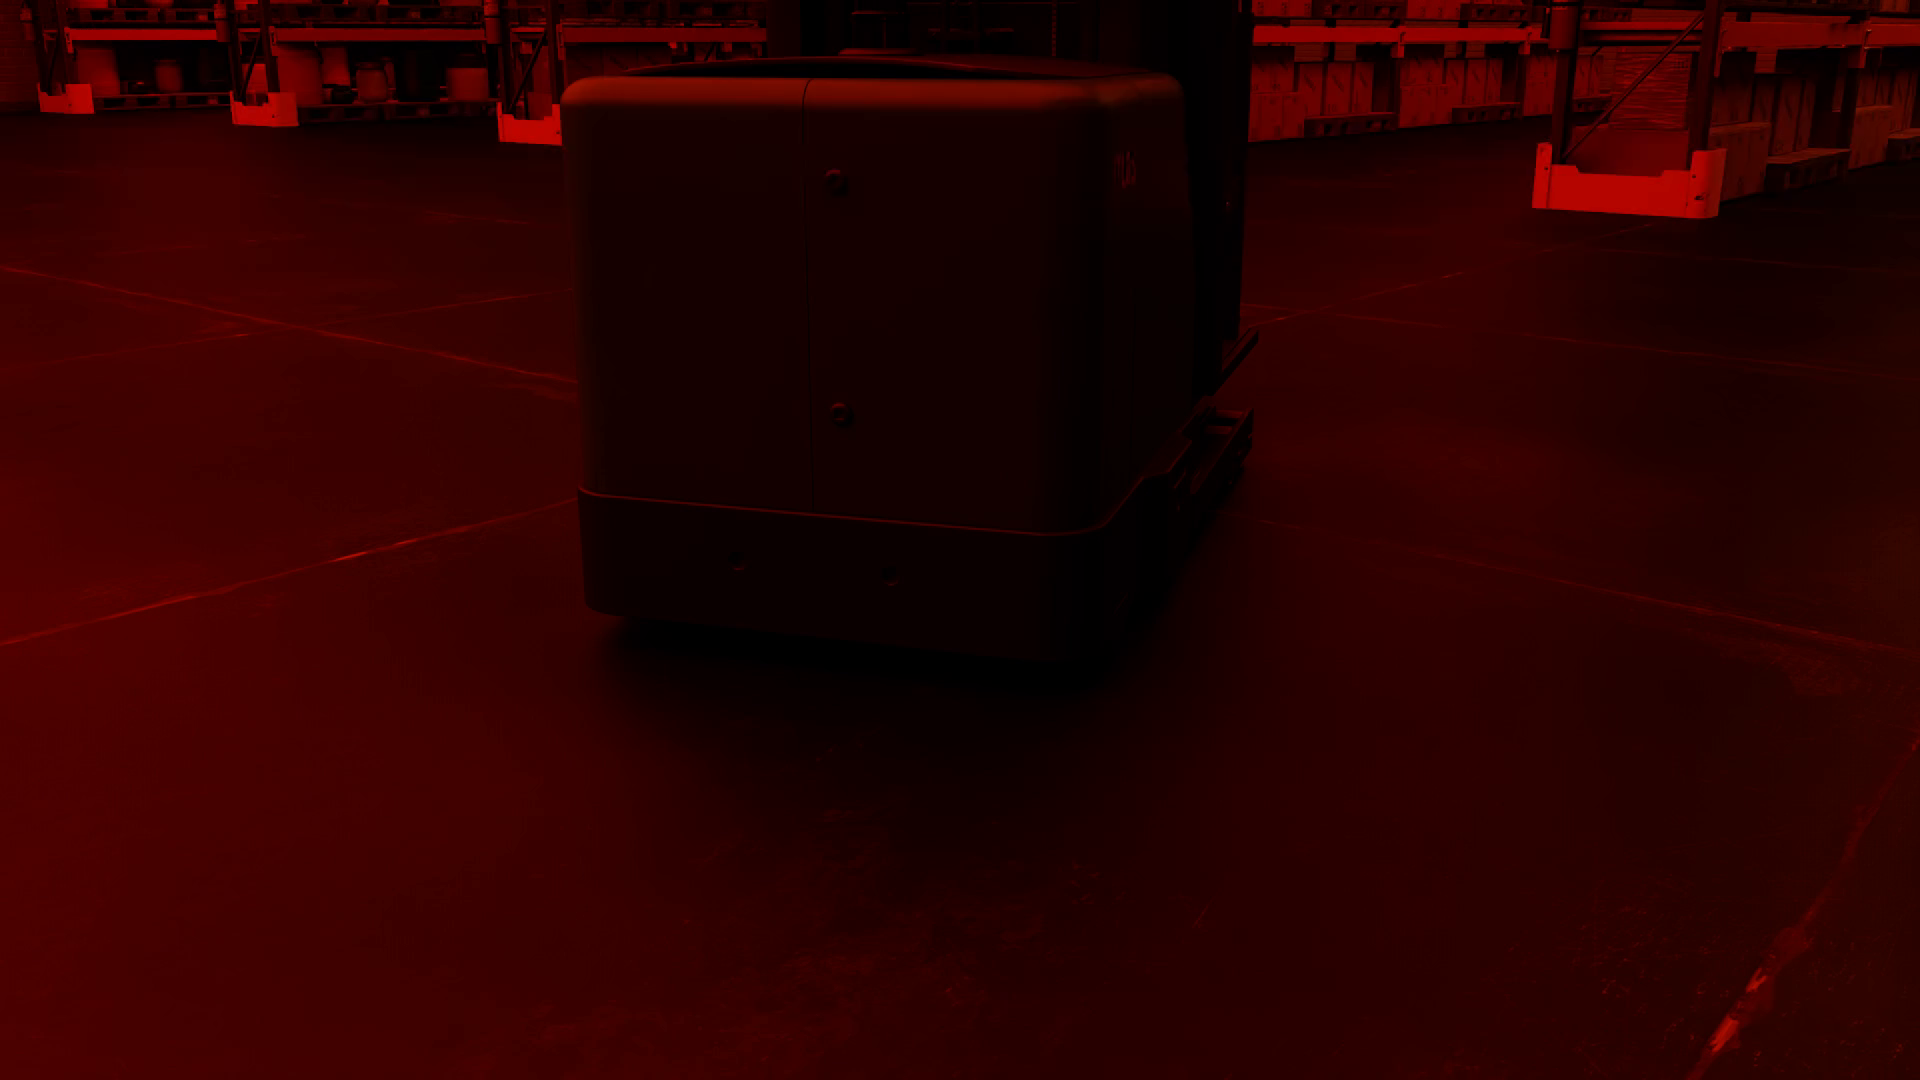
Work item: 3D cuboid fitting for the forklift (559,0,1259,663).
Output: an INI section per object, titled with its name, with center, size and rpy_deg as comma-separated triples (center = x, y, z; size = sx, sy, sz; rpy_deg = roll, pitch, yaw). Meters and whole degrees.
[forklift]
center = 0.182, -1.571, 4.072
size = 1.130, 2.935, 3.031
rpy_deg = 5, 18, 17
